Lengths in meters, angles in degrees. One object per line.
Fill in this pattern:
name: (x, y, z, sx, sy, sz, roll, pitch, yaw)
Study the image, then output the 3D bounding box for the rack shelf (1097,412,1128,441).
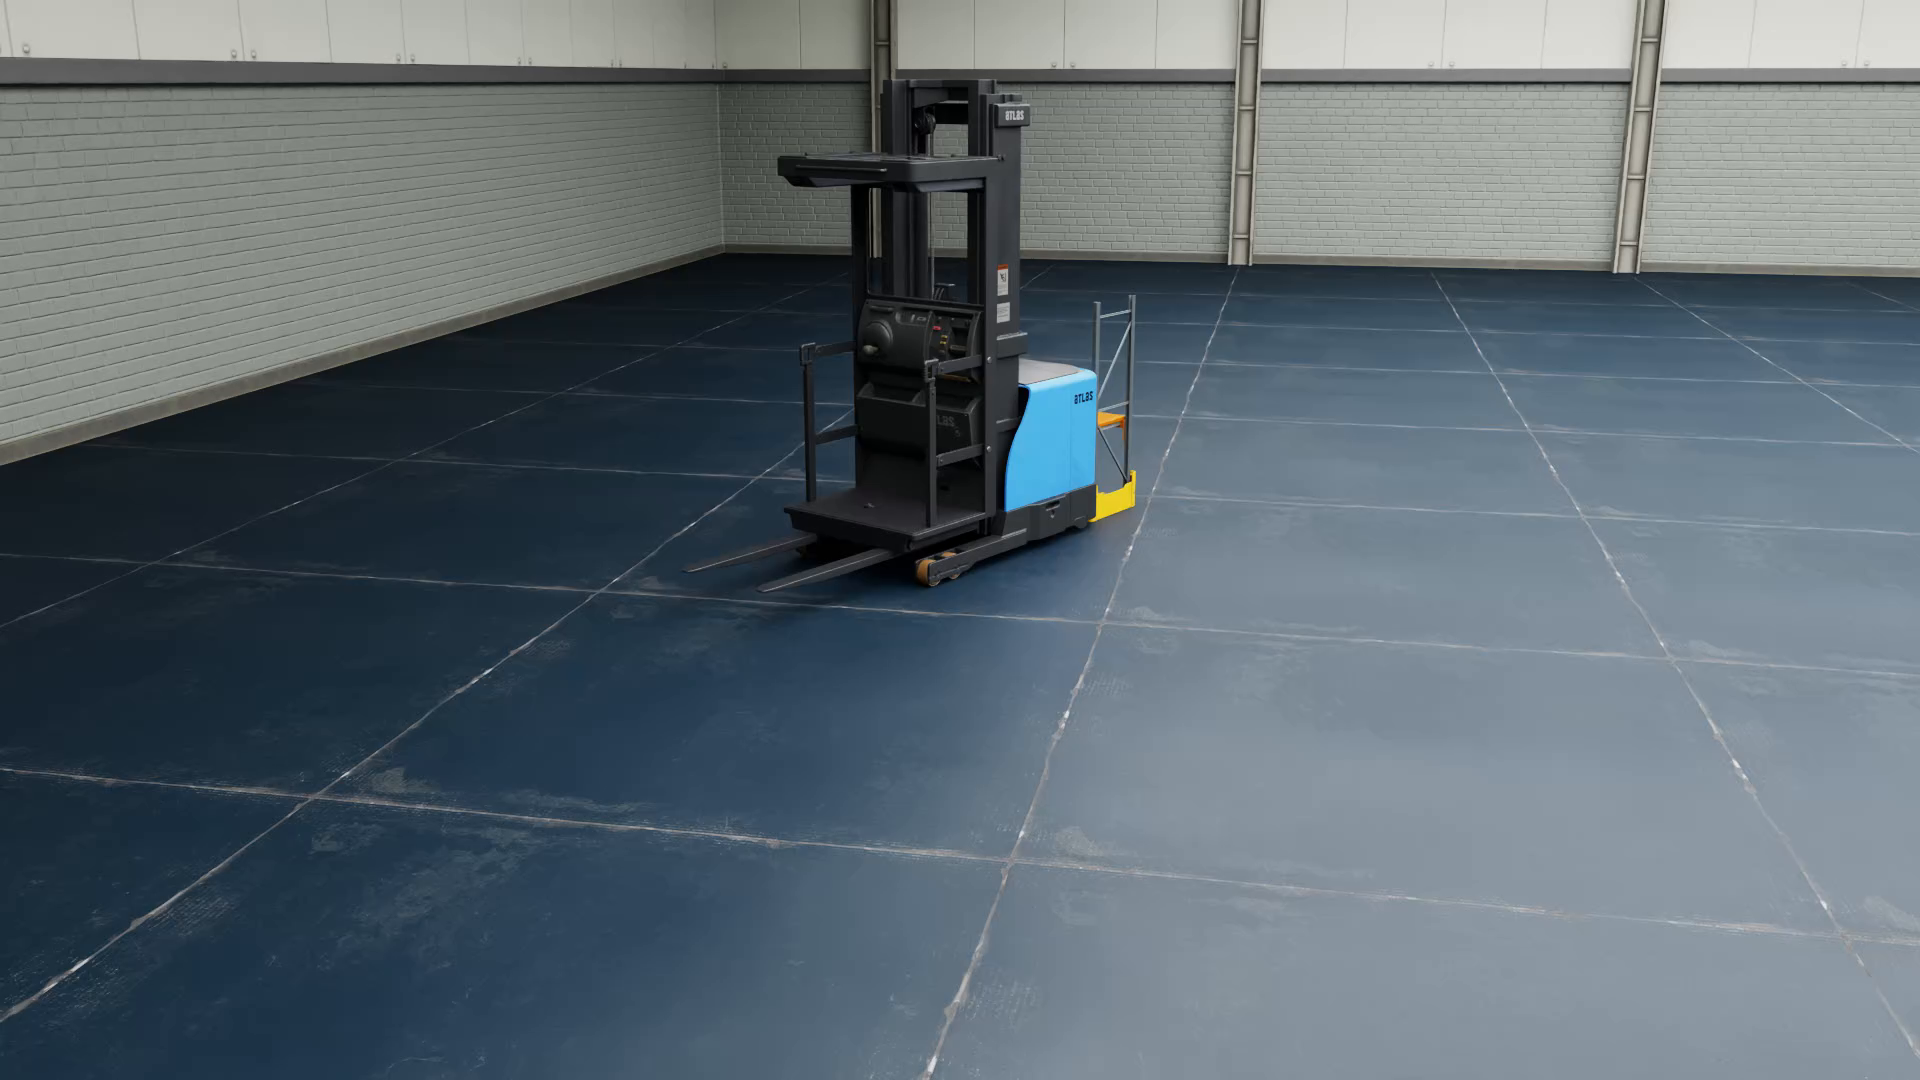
rack shelf: (0.641, -0.821, 11.819, 1.000, 0.185, 0.538, 11, 19, 35)

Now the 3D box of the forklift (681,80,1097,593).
forklift: (-0.391, -1.283, 10.134, 1.130, 2.935, 3.031, 12, 20, 37)

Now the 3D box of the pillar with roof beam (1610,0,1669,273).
pillar with roof beam: (9.641, -7.443, 21.004, 0.400, 9.000, 9.100, 3, 16, 11)

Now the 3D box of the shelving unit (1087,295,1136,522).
shelving unit: (0.649, -0.993, 11.766, 1.083, 1.500, 0.587, 11, 19, 35)

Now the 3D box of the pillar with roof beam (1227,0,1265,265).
pillar with roof beam: (3.761, -7.762, 22.156, 0.400, 9.000, 9.100, 3, 16, 11)

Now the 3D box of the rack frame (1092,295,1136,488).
rack frame: (1.049, -0.913, 11.479, 0.032, 1.500, 0.500, 11, 19, 35)

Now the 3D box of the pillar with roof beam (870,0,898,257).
pillar with roof beam: (-2.118, -8.081, 23.308, 0.400, 9.000, 9.100, 3, 16, 11)

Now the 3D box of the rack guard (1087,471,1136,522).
rack guard: (1.048, -0.311, 11.646, 0.087, 0.250, 0.587, 11, 19, 35)
